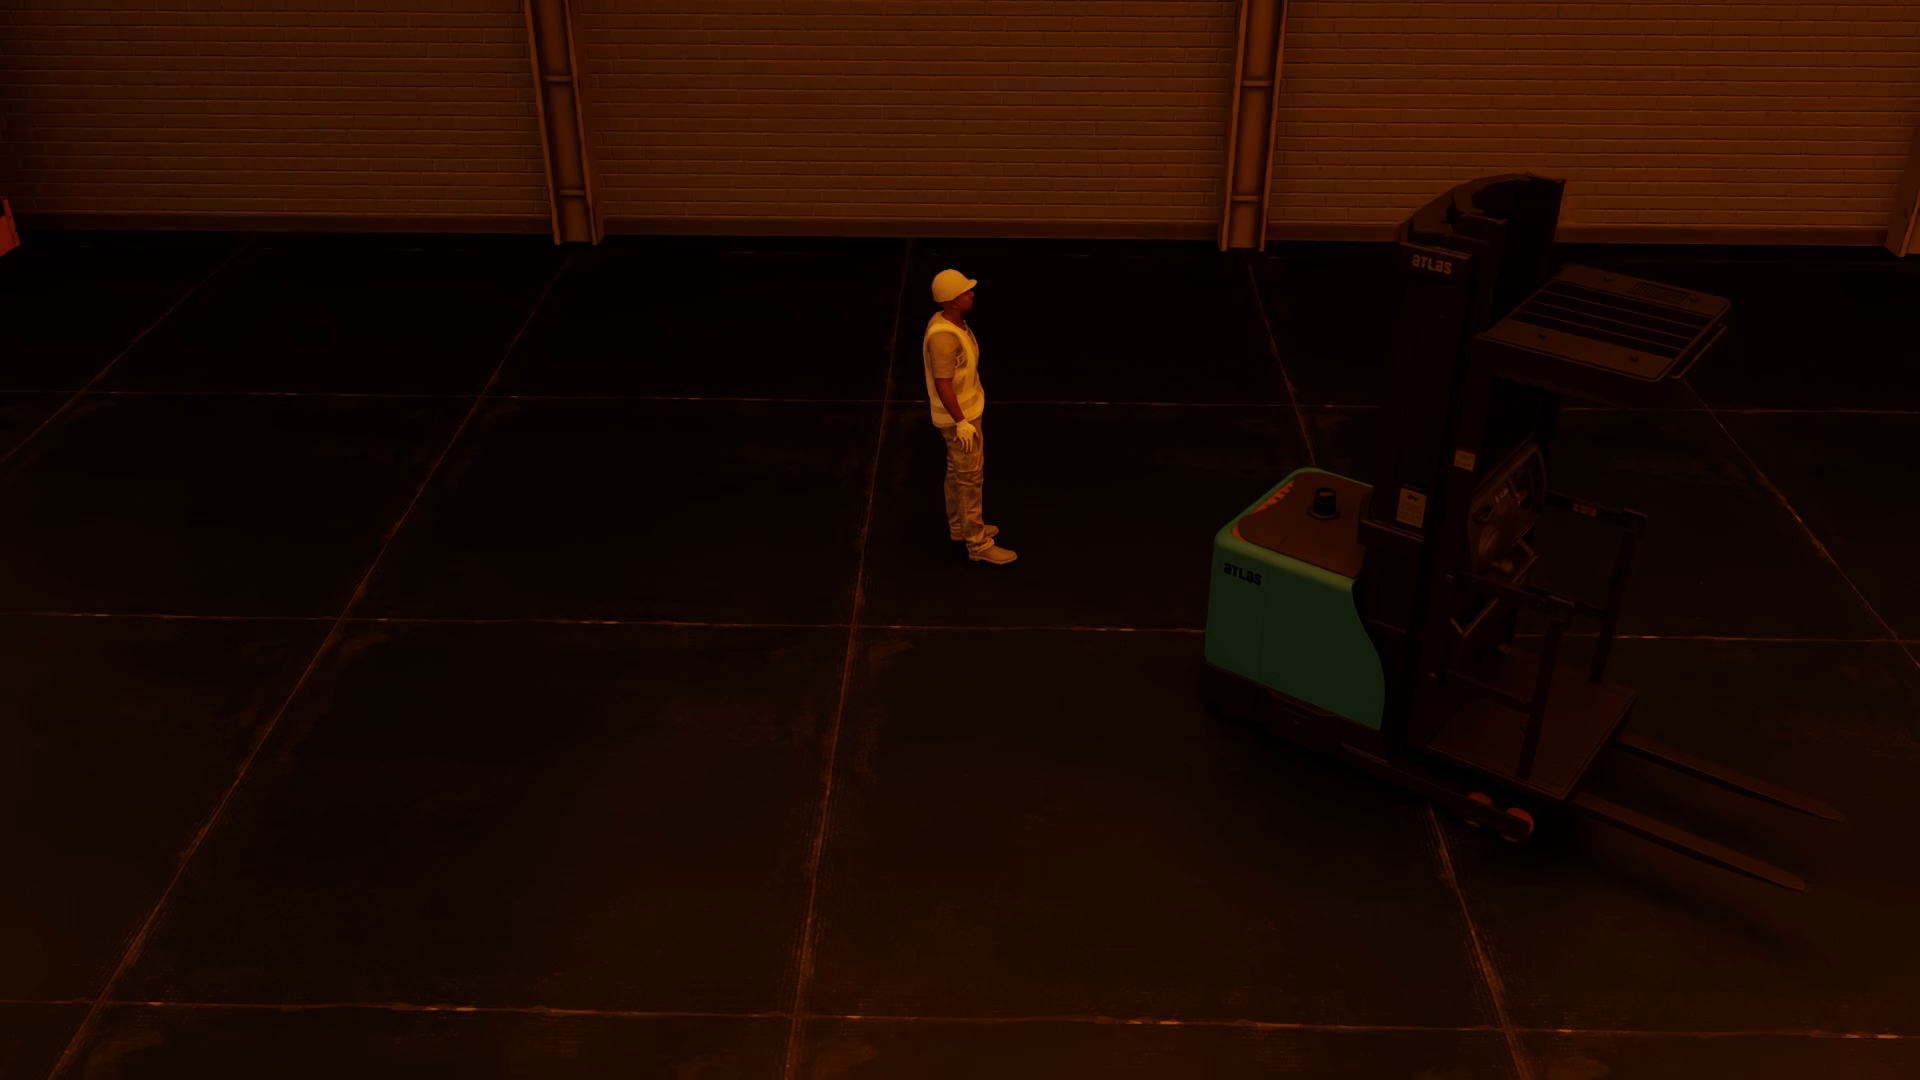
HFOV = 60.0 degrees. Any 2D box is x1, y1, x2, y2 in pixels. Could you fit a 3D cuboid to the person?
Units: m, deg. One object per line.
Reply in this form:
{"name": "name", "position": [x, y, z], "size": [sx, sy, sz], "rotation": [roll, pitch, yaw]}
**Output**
{"name": "person", "position": [0.071, -0.769, 10.035], "size": [0.577, 1.781, 0.656], "rotation": [1, 31, 1]}

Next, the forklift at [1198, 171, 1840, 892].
{"name": "forklift", "position": [2.759, -0.108, 7.798], "size": [3.031, 2.935, 1.130], "rotation": [21, 37, 32]}
